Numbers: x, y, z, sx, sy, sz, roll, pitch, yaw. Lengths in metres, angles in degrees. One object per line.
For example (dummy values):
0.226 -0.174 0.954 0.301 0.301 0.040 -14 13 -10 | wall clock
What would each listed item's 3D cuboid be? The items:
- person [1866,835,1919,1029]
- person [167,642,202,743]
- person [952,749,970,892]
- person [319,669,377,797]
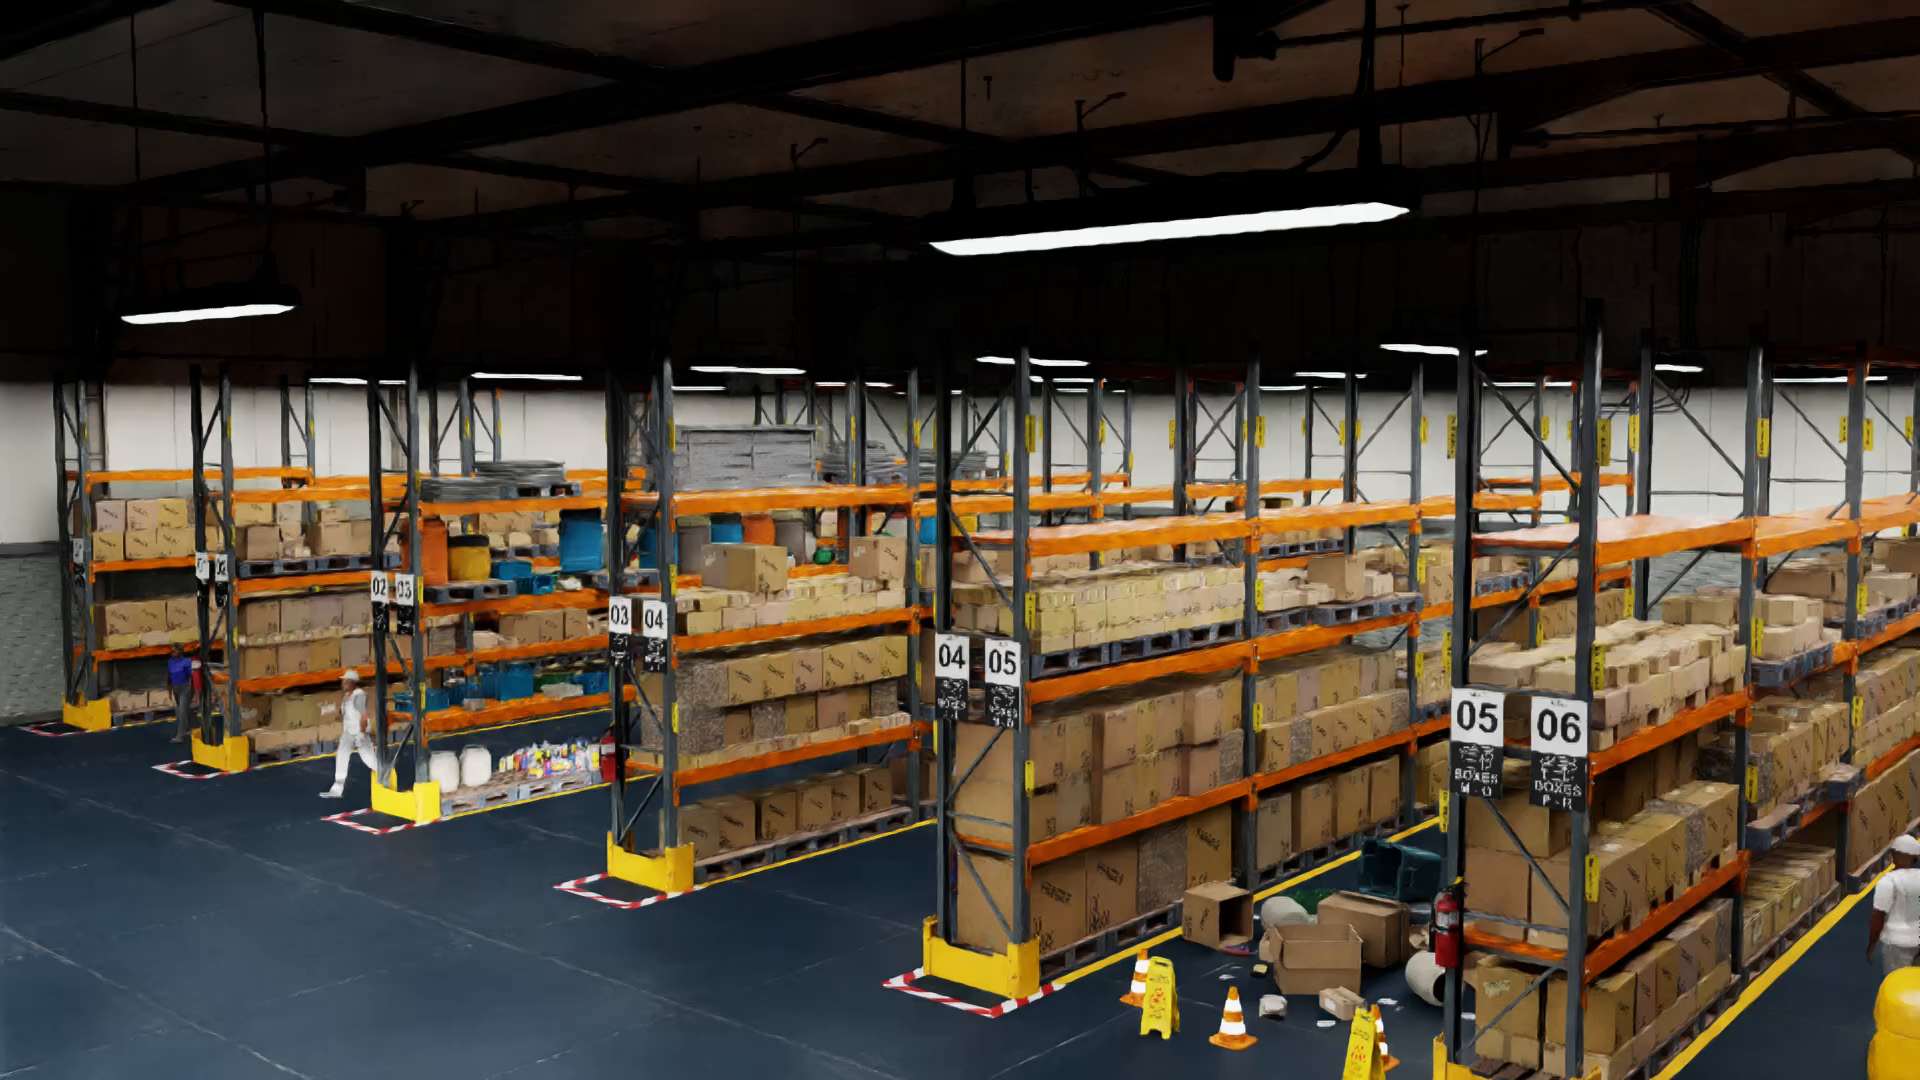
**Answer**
7.719 3.282 13.646 0.673 1.763 0.577 -1 4 -18 | person
-12.554 2.430 26.836 0.494 1.605 0.937 1 4 17 | person
0.086 3.015 18.321 0.430 1.642 0.530 1 4 9 | person
-8.270 2.640 22.799 0.565 1.759 0.974 4 5 41 | person
